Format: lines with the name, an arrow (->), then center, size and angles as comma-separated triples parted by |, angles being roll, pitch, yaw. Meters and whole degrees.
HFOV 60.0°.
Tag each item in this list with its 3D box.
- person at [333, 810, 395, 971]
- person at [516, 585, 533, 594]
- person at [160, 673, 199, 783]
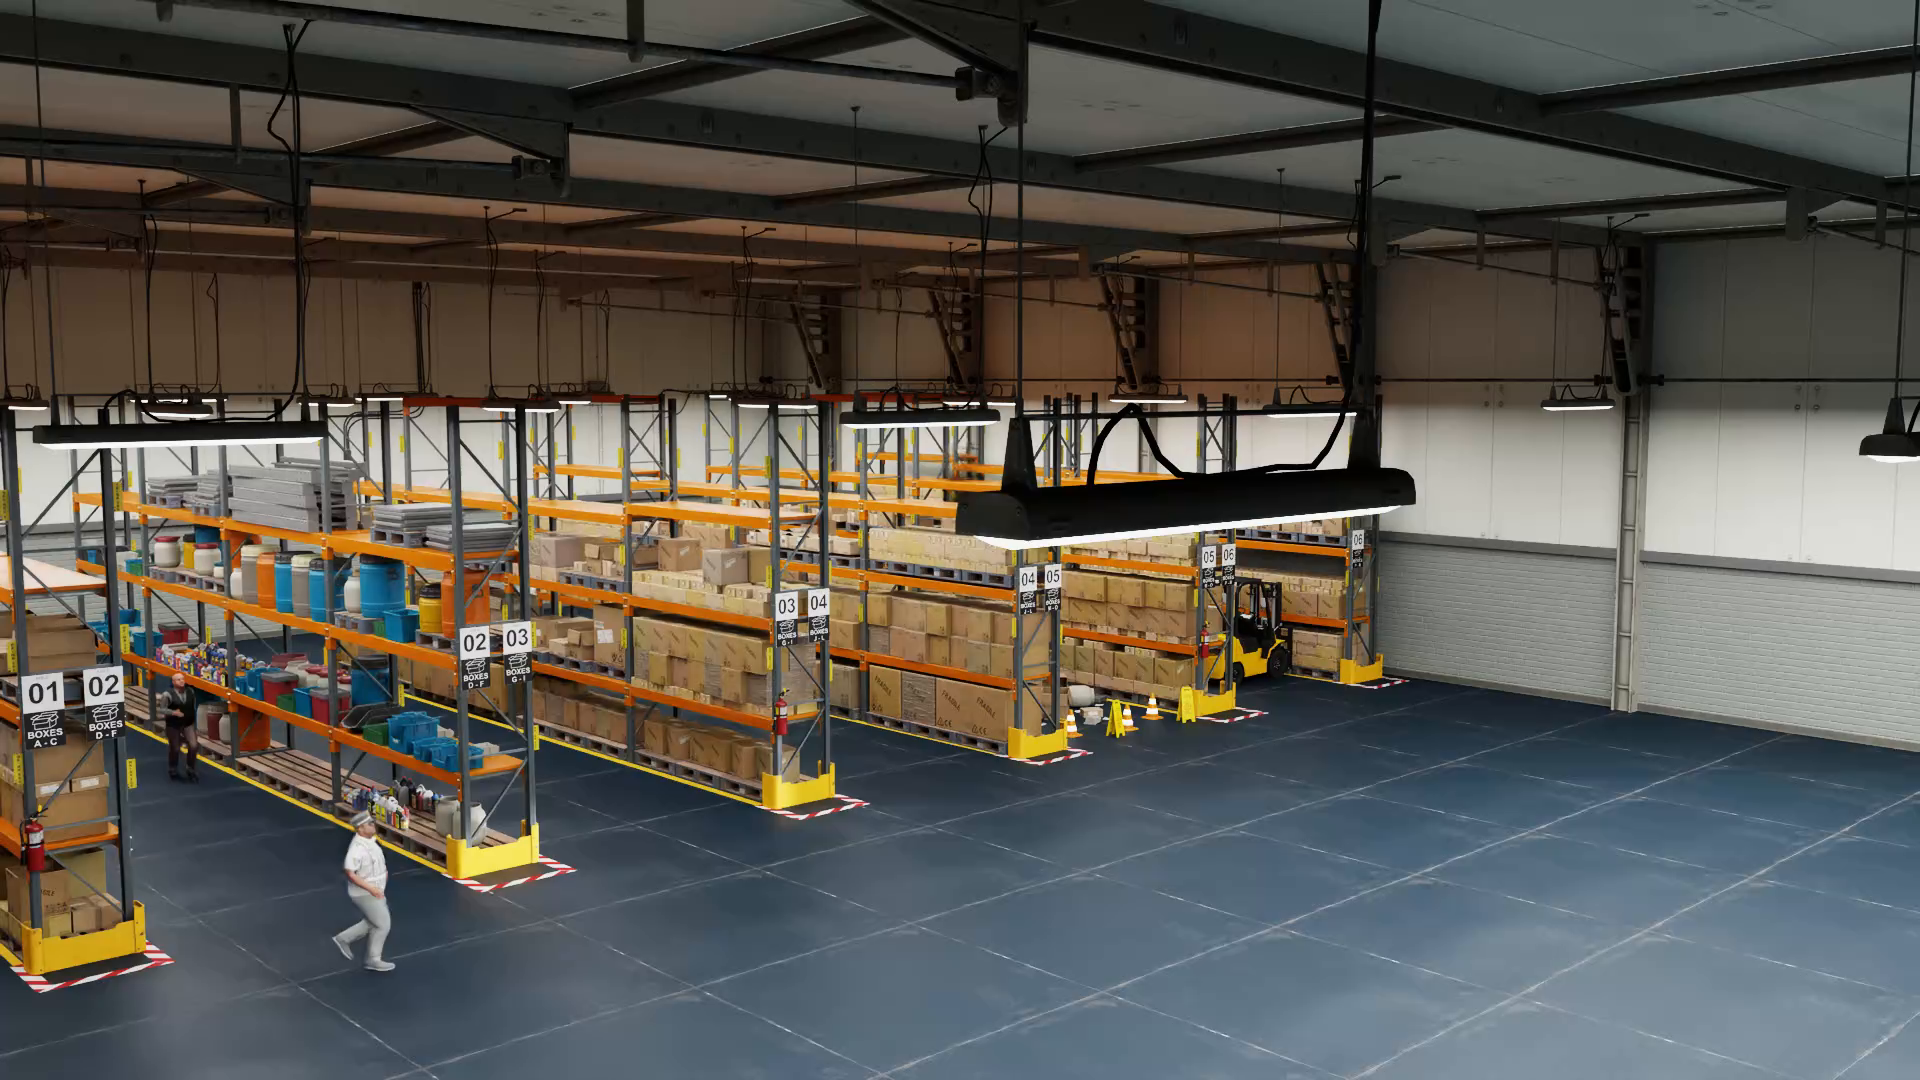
person -> -6.409, 3.749, 17.811 | 0.635, 1.766, 0.658 | -1, 6, -13
person -> -10.572, 1.623, 40.392 | 0.651, 1.681, 0.821 | 4, 7, 35
person -> -12.256, 2.959, 26.141 | 0.604, 1.755, 0.803 | -5, 7, -40
